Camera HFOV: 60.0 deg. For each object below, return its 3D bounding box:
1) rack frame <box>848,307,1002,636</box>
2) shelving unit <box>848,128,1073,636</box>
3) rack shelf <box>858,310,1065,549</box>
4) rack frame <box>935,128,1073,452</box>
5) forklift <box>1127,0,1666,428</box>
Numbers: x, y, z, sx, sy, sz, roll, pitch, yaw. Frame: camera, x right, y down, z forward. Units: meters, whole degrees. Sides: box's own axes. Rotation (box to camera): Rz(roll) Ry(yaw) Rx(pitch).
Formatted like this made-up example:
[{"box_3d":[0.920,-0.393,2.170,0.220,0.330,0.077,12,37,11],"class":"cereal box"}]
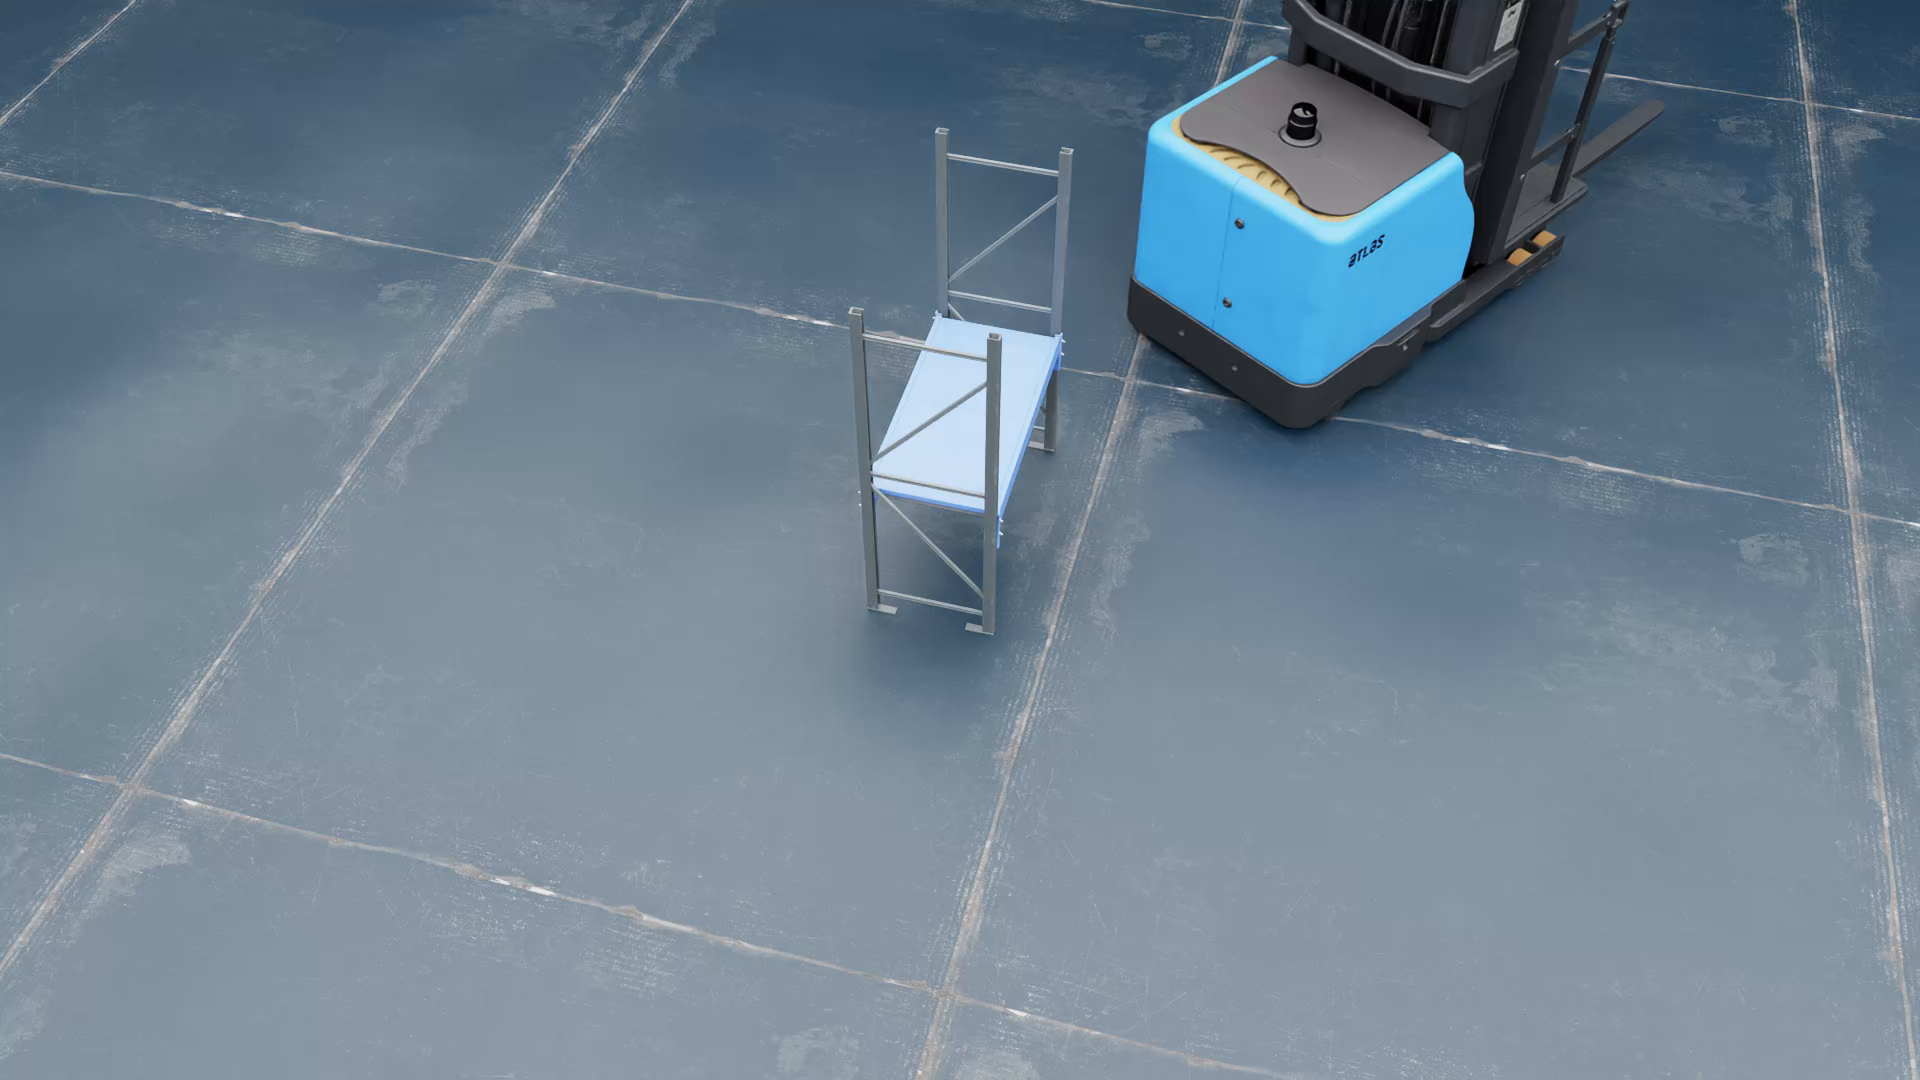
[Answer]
[{"box_3d":[-0.111,-0.190,5.836,0.500,1.500,0.032,12,50,10],"class":"rack frame"},{"box_3d":[0.022,-0.558,6.161,0.538,1.500,1.048,12,50,10],"class":"shelving unit"},{"box_3d":[0.022,-0.439,6.296,0.538,0.185,1.000,12,50,10],"class":"rack shelf"},{"box_3d":[0.156,-0.926,6.486,0.500,1.500,0.032,12,50,10],"class":"rack frame"},{"box_3d":[2.177,-2.413,6.843,3.031,2.935,1.130,-34,57,-26],"class":"forklift"}]
